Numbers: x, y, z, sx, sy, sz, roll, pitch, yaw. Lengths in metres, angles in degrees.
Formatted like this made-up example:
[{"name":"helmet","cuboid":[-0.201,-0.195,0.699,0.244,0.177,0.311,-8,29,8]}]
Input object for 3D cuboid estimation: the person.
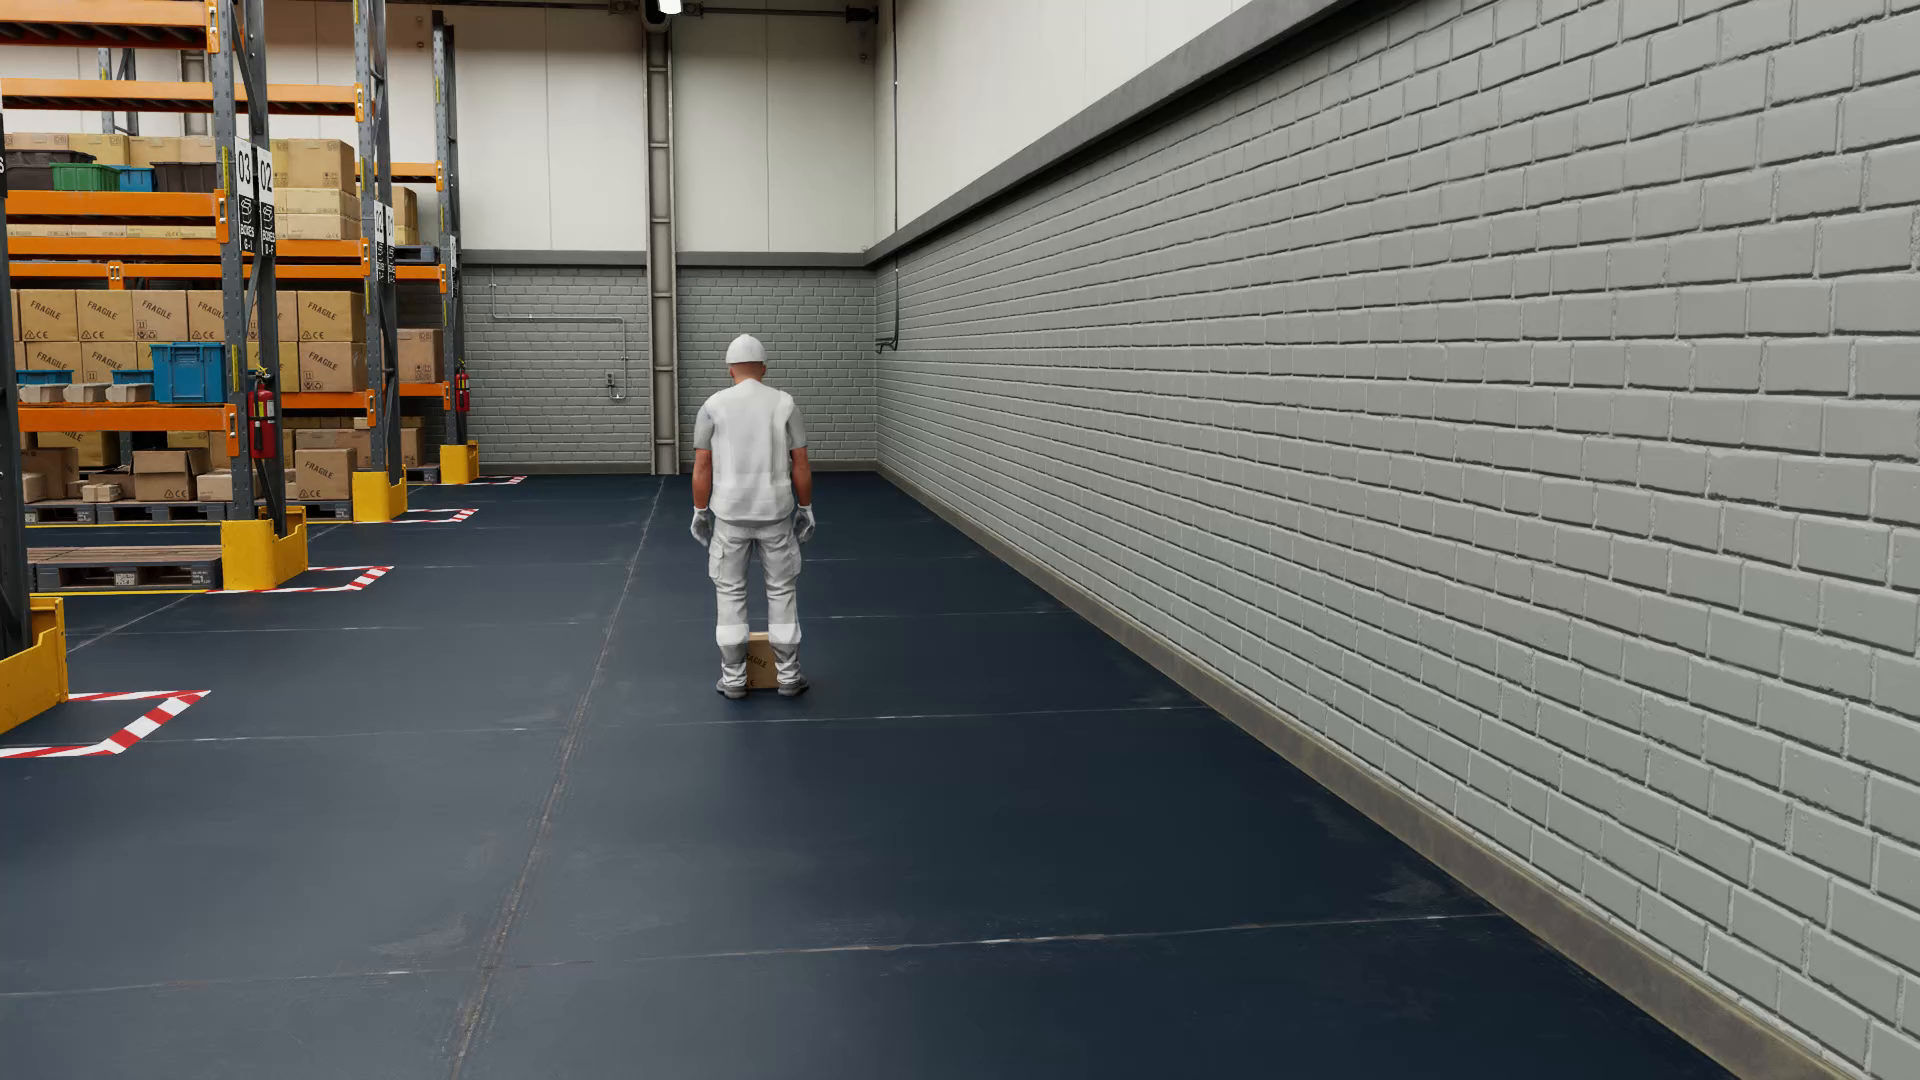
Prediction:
[{"name":"person","cuboid":[-1.018,-0.119,8.199,0.609,1.779,0.449,-1,6,-8]}]
